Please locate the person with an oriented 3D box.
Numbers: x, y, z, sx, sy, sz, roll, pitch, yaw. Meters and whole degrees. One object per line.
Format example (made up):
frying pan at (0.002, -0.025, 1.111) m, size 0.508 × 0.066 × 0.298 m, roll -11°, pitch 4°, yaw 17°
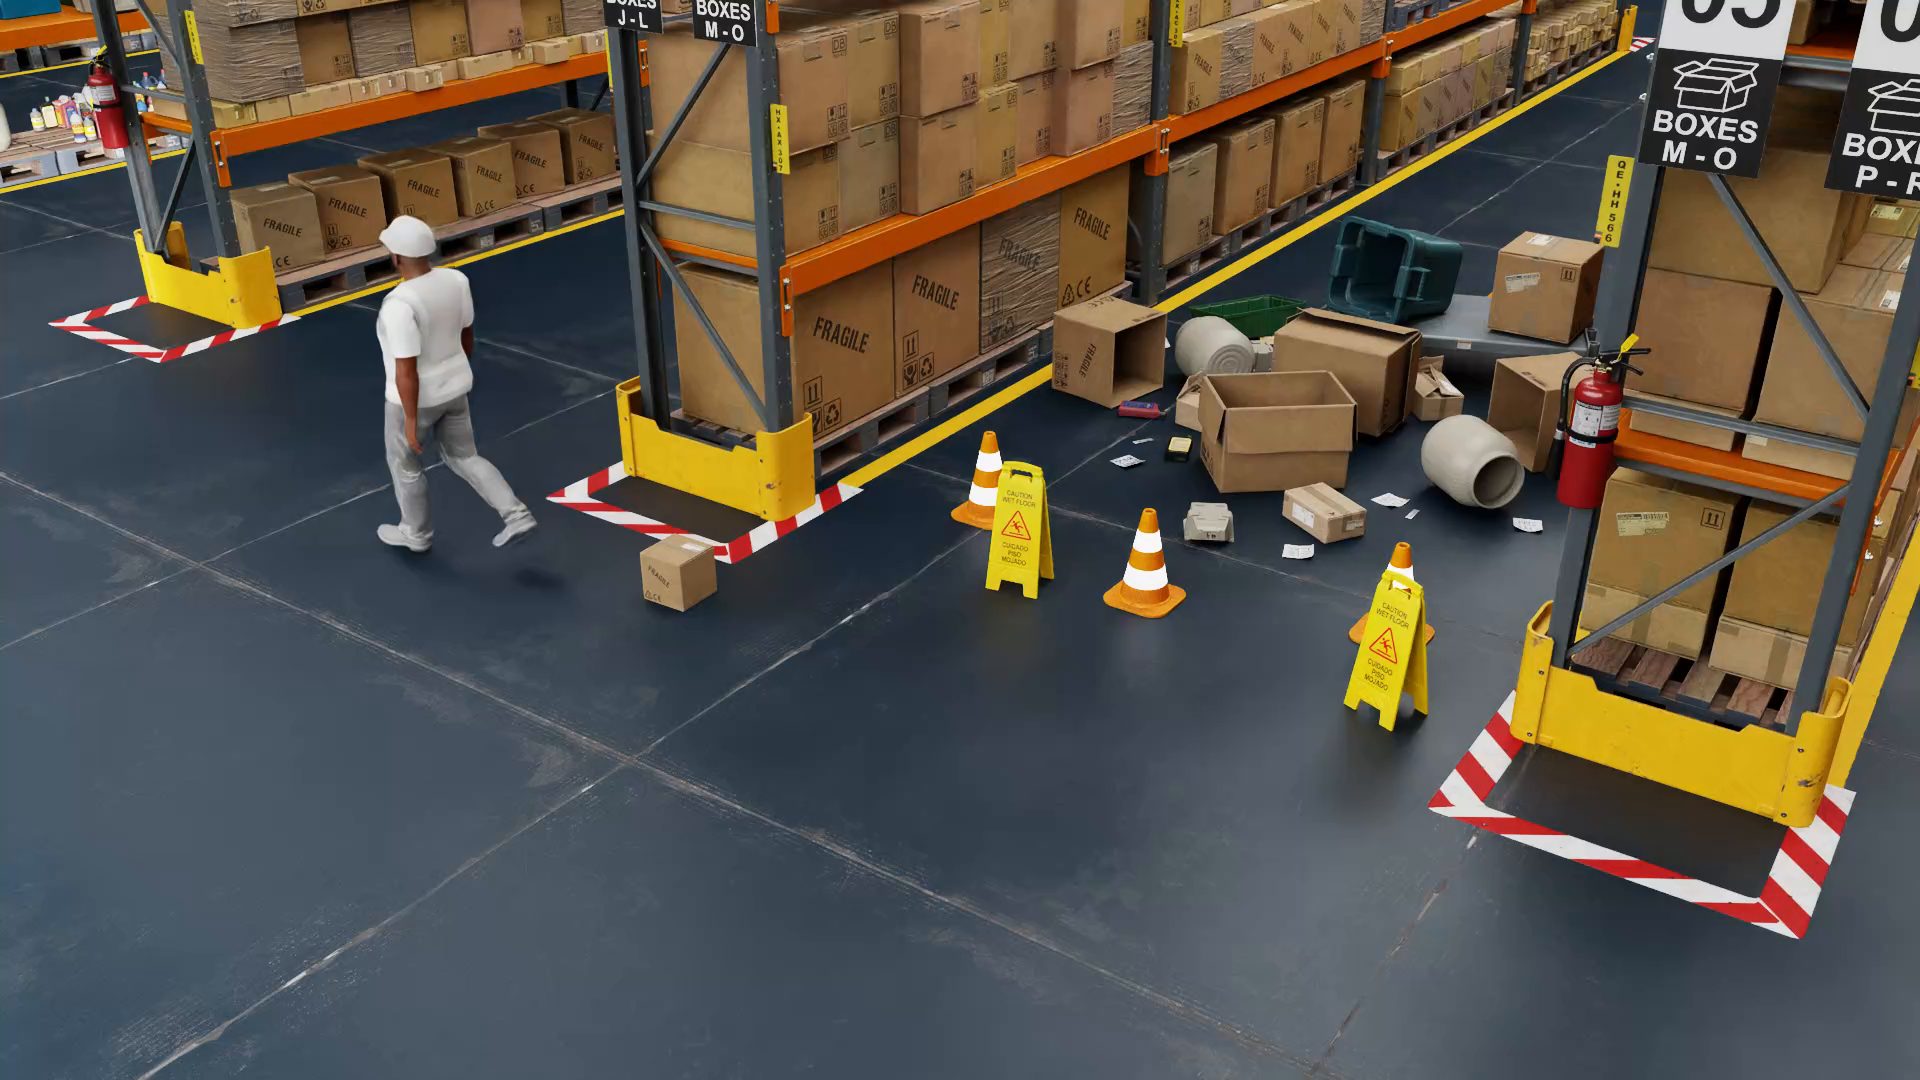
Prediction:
person at (-2.512, -0.718, 8.004) m, size 0.923 × 1.739 × 0.590 m, roll 14°, pitch 30°, yaw 26°
